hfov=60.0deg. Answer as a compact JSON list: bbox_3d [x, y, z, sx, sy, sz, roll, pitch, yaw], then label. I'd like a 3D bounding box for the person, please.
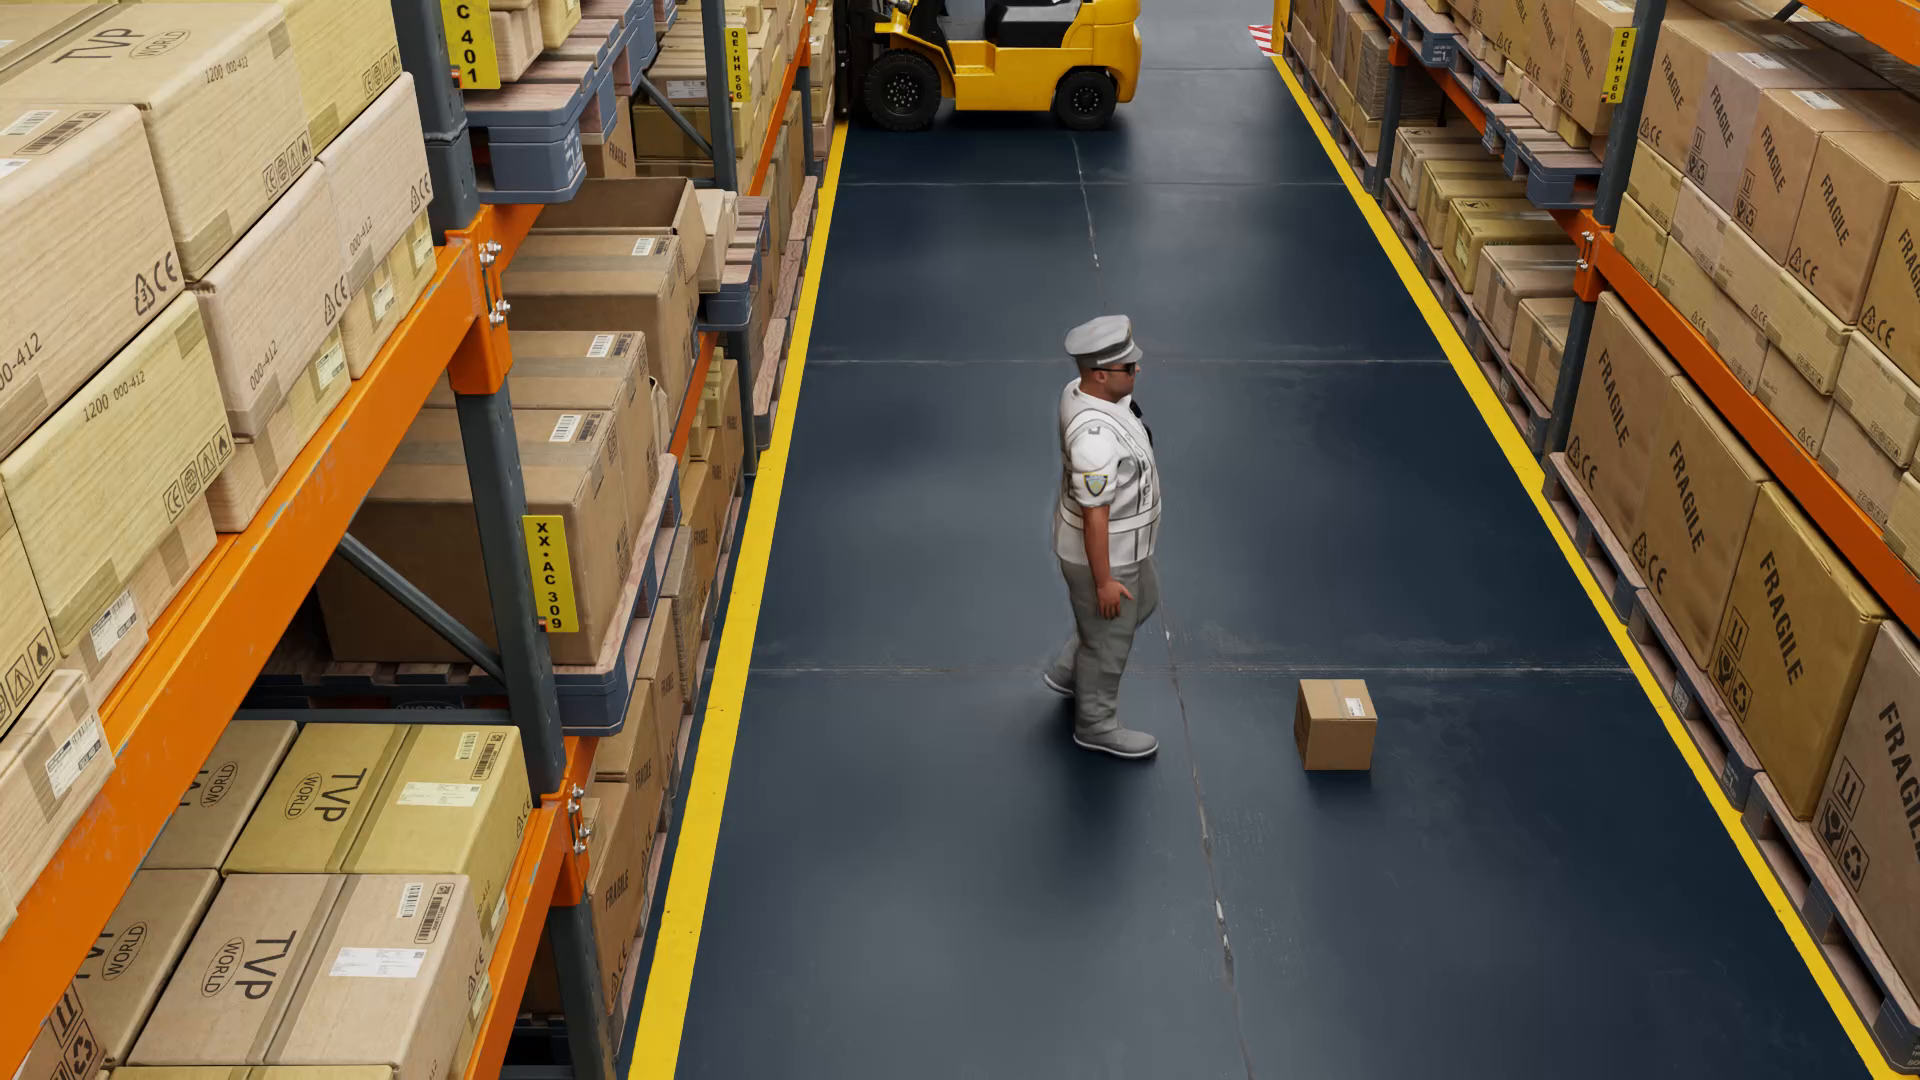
[{"bbox_3d":[0.546,0.011,6.087,0.449,1.777,0.571,1,31,2],"label":"person"}]
